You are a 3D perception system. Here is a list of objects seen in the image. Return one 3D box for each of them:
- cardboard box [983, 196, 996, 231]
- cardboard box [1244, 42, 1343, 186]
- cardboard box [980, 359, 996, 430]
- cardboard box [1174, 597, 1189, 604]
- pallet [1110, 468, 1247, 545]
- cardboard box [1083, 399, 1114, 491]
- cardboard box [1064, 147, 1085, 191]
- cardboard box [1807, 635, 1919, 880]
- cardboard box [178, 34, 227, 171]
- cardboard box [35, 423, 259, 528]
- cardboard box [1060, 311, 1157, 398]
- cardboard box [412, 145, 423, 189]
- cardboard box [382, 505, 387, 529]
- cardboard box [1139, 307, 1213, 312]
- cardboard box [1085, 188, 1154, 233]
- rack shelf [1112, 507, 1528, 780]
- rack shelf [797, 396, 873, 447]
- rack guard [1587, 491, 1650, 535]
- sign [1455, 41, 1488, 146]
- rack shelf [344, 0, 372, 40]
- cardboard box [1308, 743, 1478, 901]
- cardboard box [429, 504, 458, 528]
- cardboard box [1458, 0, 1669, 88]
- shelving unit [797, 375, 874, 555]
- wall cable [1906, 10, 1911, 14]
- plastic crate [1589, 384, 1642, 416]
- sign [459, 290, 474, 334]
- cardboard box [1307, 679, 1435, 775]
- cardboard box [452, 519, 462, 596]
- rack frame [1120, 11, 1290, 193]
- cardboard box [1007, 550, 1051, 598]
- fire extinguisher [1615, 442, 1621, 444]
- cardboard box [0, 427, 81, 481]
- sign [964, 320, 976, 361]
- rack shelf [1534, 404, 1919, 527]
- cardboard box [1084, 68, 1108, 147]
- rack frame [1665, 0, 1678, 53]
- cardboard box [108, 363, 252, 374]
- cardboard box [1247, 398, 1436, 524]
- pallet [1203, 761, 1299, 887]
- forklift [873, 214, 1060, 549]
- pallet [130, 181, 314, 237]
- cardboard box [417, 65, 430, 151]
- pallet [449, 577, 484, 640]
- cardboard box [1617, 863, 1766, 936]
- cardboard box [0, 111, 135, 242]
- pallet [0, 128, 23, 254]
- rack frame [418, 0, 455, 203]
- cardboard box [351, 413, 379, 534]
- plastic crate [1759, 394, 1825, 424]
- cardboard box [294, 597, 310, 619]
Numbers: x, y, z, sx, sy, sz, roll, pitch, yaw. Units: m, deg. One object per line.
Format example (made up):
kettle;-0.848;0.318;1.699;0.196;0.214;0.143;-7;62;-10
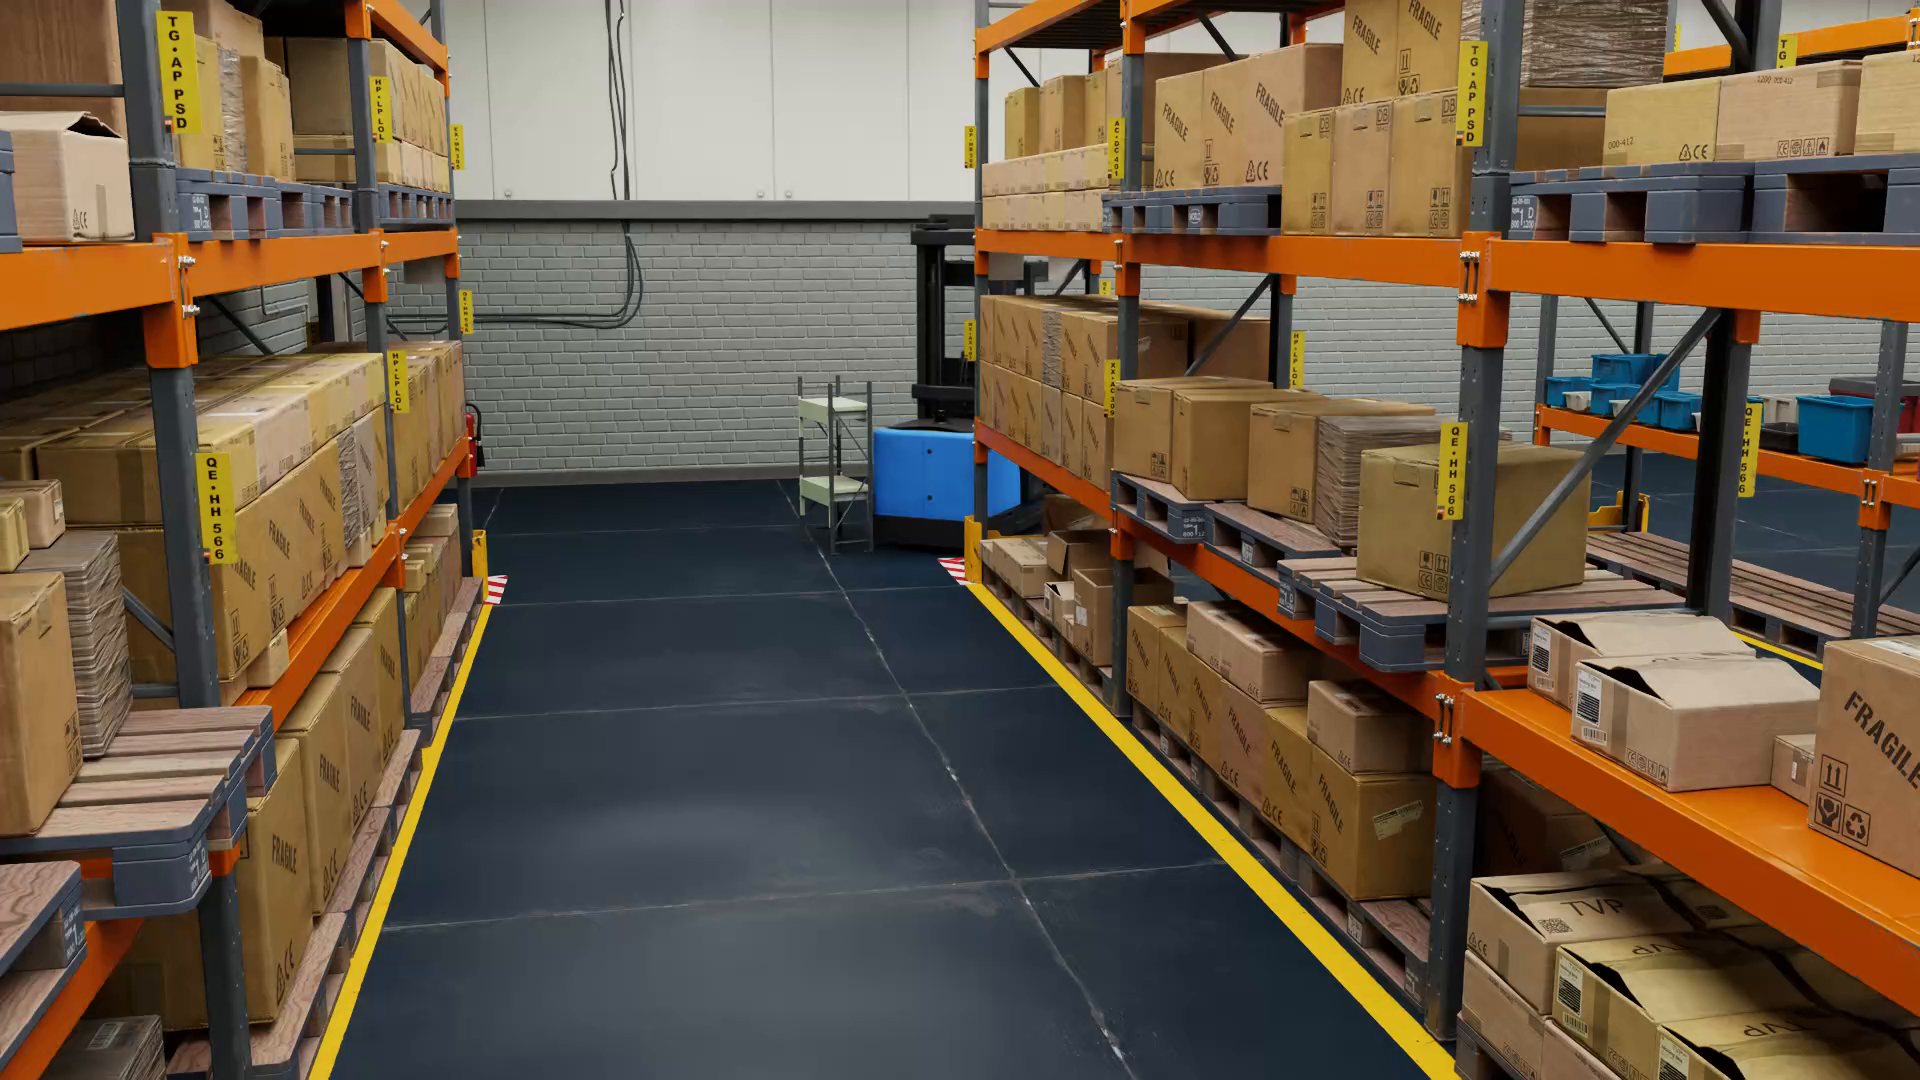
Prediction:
cardboard box;0.468;-2.483;12.652;0.500;0.250;0.500;-2;11;-11
cardboard box;1.683;-1.892;7.485;0.600;0.600;0.600;-3;11;-13
cardboard box;0.445;-1.145;12.975;0.500;0.500;0.500;-2;11;-10
cardboard box;1.348;0.480;11.109;0.380;0.166;0.250;-2;11;-11
pallet;1.443;-0.208;8.835;1.003;0.211;1.213;-2;11;-11
cardboard box;1.046;-0.585;10.031;0.500;0.500;0.500;-2;11;-10
cardboard box;0.940;-2.270;10.194;0.500;0.250;0.500;-2;11;-11
cardboard box;2.515;0.539;4.130;0.500;0.500;0.500;-3;11;-14
cardboard box;-3.085;-1.561;5.965;0.700;0.500;0.500;-2;11;-8
cardboard box;-2.526;-0.210;5.209;0.500;0.250;0.500;-2;11;-10
cardboard box;0.940;-1.171;10.436;0.500;0.500;0.500;-2;11;-12
cardboard box;-3.531;-2.252;10.046;0.500;0.250;0.500;-2;11;-13
cardboard box;-3.120;-0.107;8.408;0.380;0.149;0.250;-2;11;-10
cardboard box;1.379;-1.279;11.005;0.500;0.500;0.500;-2;11;-13
cardboard box;1.040;-1.932;9.759;0.500;0.250;0.500;-2;11;-11
rack shelf;1.784;0.267;7.748;1.077;0.370;4.000;-2;11;-11
rack shelf;-1.113;-1.067;14.756;0.431;0.370;0.720;-5;12;-26
rack guard;5.459;-0.142;14.660;1.175;0.500;0.348;-2;11;-11
sign;1.640;-1.428;5.323;0.100;0.325;0.005;-2;11;-11
rack shelf;-3.074;-2.303;6.274;1.077;0.370;4.000;-2;11;-11
cardboard box;1.761;1.129;6.803;0.500;0.500;0.500;-2;11;-9
cardboard box;-3.803;-0.161;11.902;0.380;0.149;0.250;-2;11;-12
cardboard box;2.094;-1.814;5.792;0.500;0.500;0.500;-2;11;-11
shelving unit;-1.113;-0.683;14.829;0.431;1.500;0.755;-5;12;-26
wall cable;12.616;-7.236;20.597;2.277;5.999;0.120;-2;11;-11
plastic crate;5.330;-1.135;13.480;0.416;0.233;0.300;-2;11;-11
sign;-3.706;-1.708;12.472;0.100;0.325;0.005;-2;11;-11
cardboard box;1.746;0.751;6.786;0.500;0.250;0.500;-2;11;-9
cardboard box;-4.007;0.141;12.051;0.700;0.500;0.500;-2;11;-11
rack frame;1.395;-3.400;9.047;1.000;3.000;0.127;-2;11;-11
cardboard box;0.639;0.241;12.137;0.500;0.250;0.500;-2;11;-11
fire extinguisher;5.893;-1.189;14.679;0.296;0.674;0.183;-2;11;-11
cardboard box;-3.028;-0.186;5.082;0.500;0.250;0.500;-2;11;-9
sign;0.085;-1.592;13.278;0.100;0.325;0.005;-2;11;-11
rack shelf;5.866;-0.646;12.545;1.077;0.370;4.000;-2;11;-11
cardboard box;1.202;-2.743;10.675;0.700;0.500;0.500;-2;11;-11
rack frame;5.477;-4.313;13.844;1.000;3.000;0.127;-2;11;-11
cardboard box;-3.521;-0.656;7.553;0.500;0.250;0.500;-2;11;-10
cardboard box;1.799;-0.387;7.869;0.700;0.500;0.500;-5;12;-25
pallet;1.831;1.289;7.914;1.003;0.211;1.213;-2;11;-11
forklift;0.259;-1.583;15.730;1.130;2.935;3.031;4;12;22
pallet;-3.083;-1.241;6.228;1.003;0.211;1.213;-2;11;-8
cardboard box;-3.635;-2.718;10.489;0.500;0.500;0.500;-3;11;-14
pallet;-4.009;0.508;12.018;1.003;0.211;1.213;-2;11;-11
cardboard box;2.516;1.237;5.461;0.500;0.311;0.500;-2;11;-10
cardboard box;-2.280;-0.856;3.887;0.500;0.311;0.500;-2;11;-11
pallet;-2.128;-0.493;2.300;1.213;0.211;1.003;-2;11;-11
rack frame;-4.241;-3.953;11.951;1.000;3.000;0.127;-2;11;-11
cardboard box;-3.017;-0.309;7.733;0.500;0.500;0.500;-2;11;-11
plastic crate;6.138;-0.891;12.063;0.437;0.282;0.530;-2;11;-11
cardboard box;-2.831;0.225;6.663;0.380;0.149;0.250;-2;11;-11
